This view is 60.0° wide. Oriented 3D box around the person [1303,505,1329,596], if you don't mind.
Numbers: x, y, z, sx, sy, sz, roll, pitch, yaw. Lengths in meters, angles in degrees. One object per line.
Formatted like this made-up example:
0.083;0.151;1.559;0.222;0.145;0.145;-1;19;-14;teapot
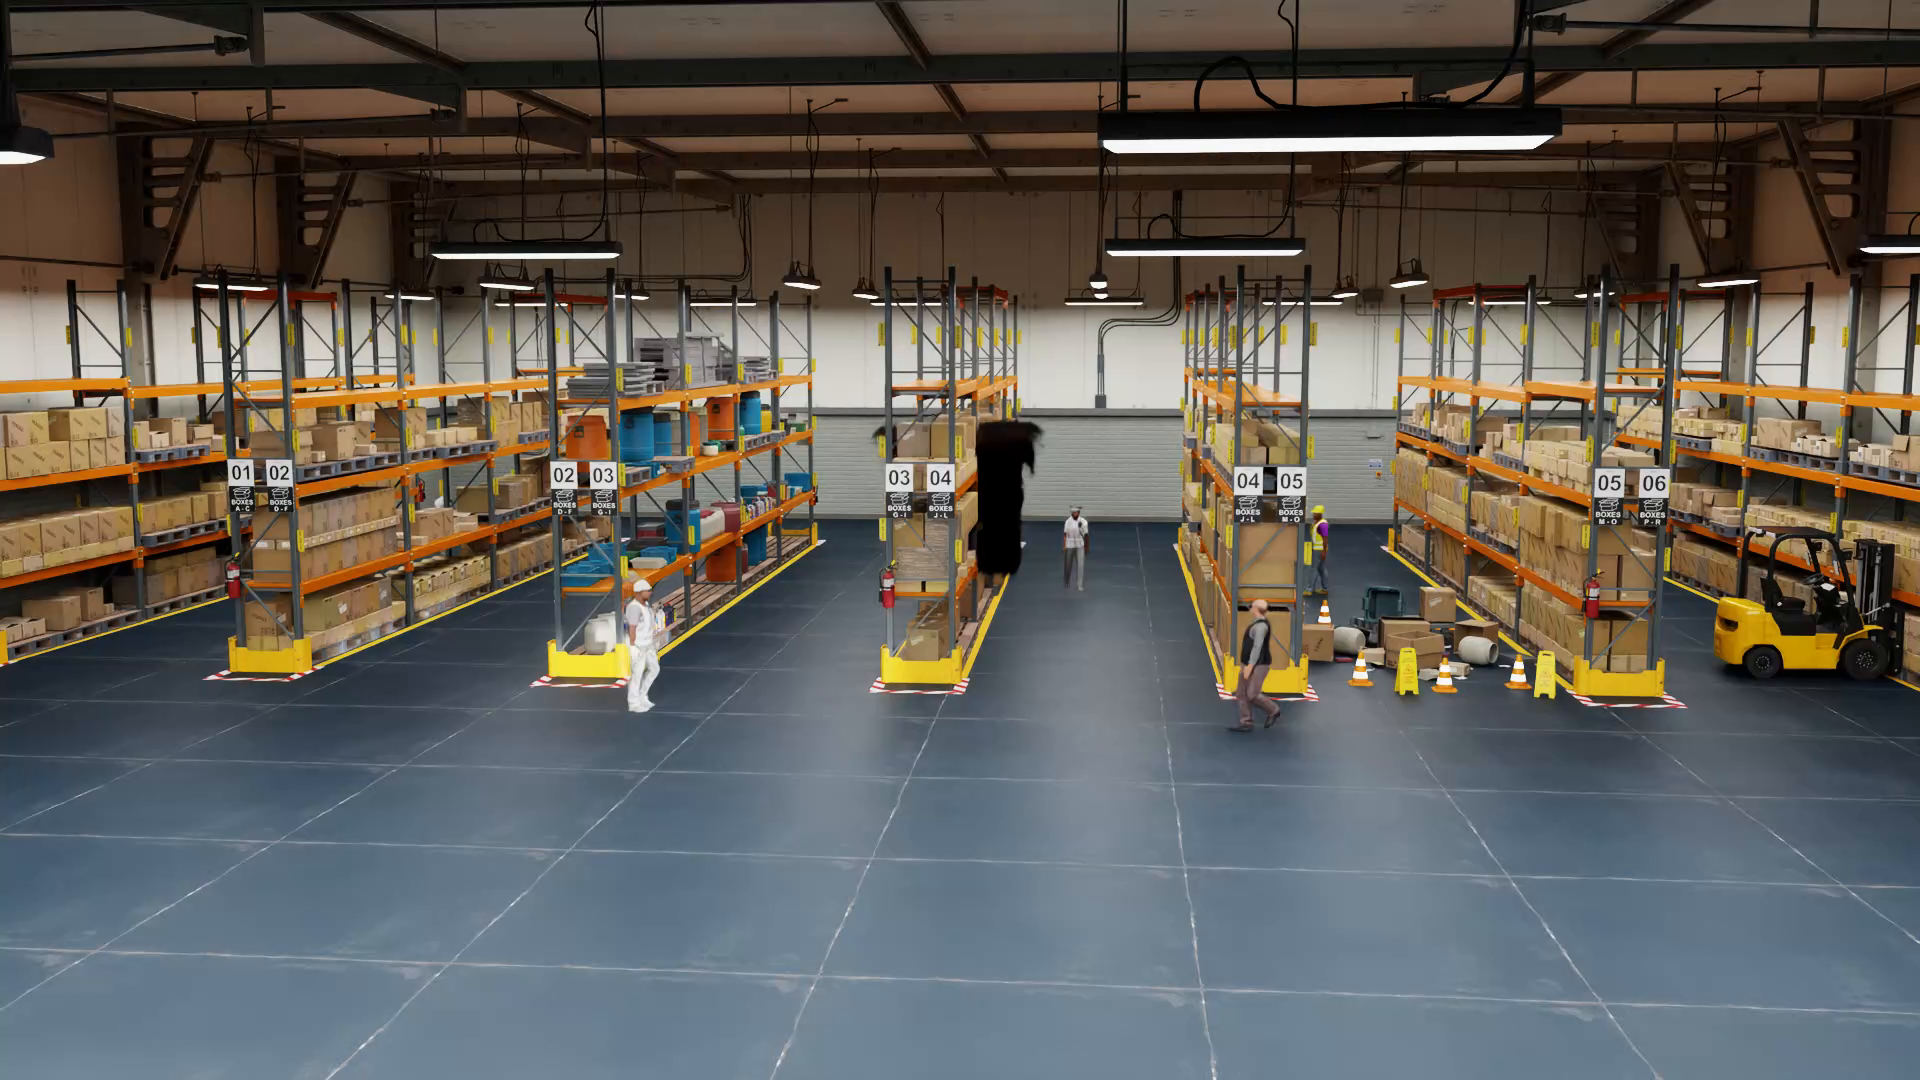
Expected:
6.923;0.192;32.486;0.615;1.756;0.614;2;7;16;person

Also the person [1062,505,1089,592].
2.157;0.136;31.117;0.516;1.628;0.922;-1;7;-4;person

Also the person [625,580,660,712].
-4.299;1.421;22.339;0.386;1.782;0.680;1;7;8;person

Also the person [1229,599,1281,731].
3.783;1.600;21.223;0.652;1.695;0.511;-2;7;-16;person

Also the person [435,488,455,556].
-11.615;-0.390;37.608;0.392;1.691;0.513;2;7;14;person
